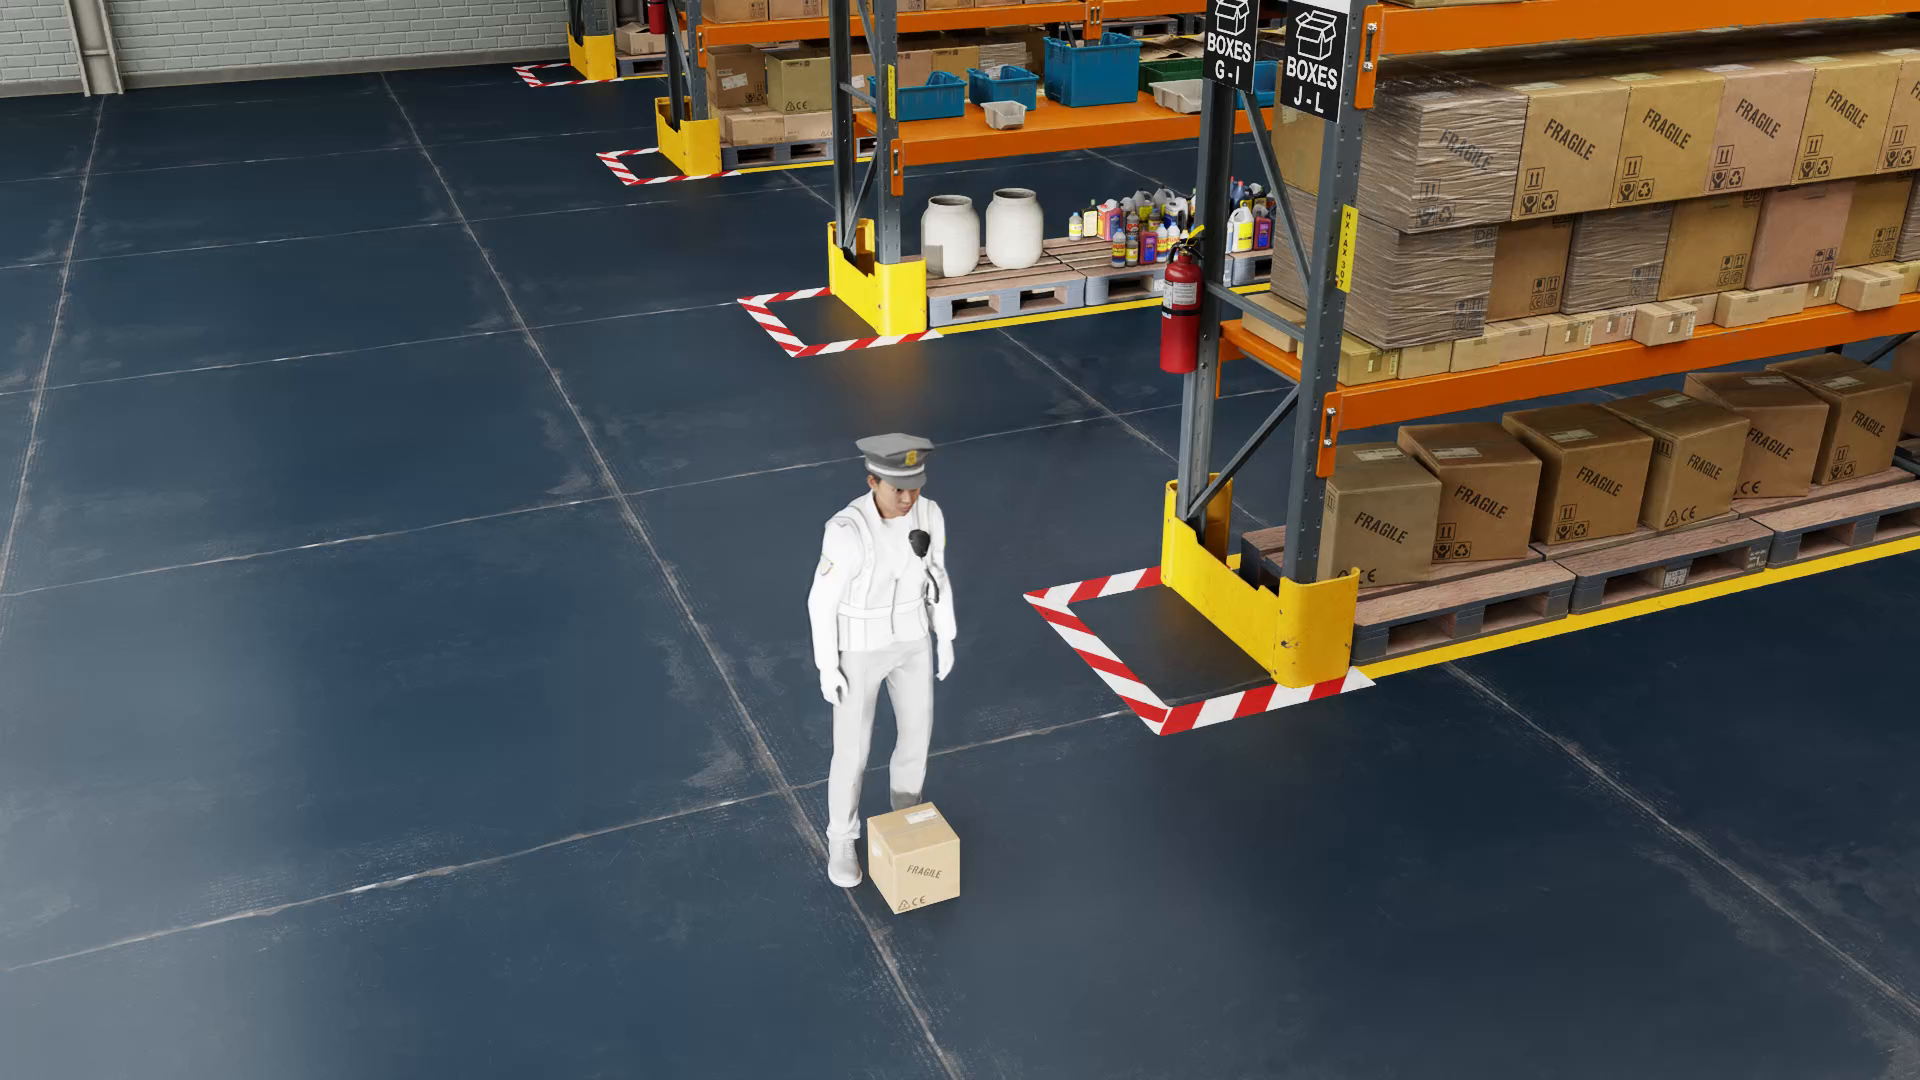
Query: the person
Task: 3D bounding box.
[{"bbox_3d":[-0.259,0.395,5.801,0.546,1.664,0.376,-12,29,-24],"label":"person"}]
